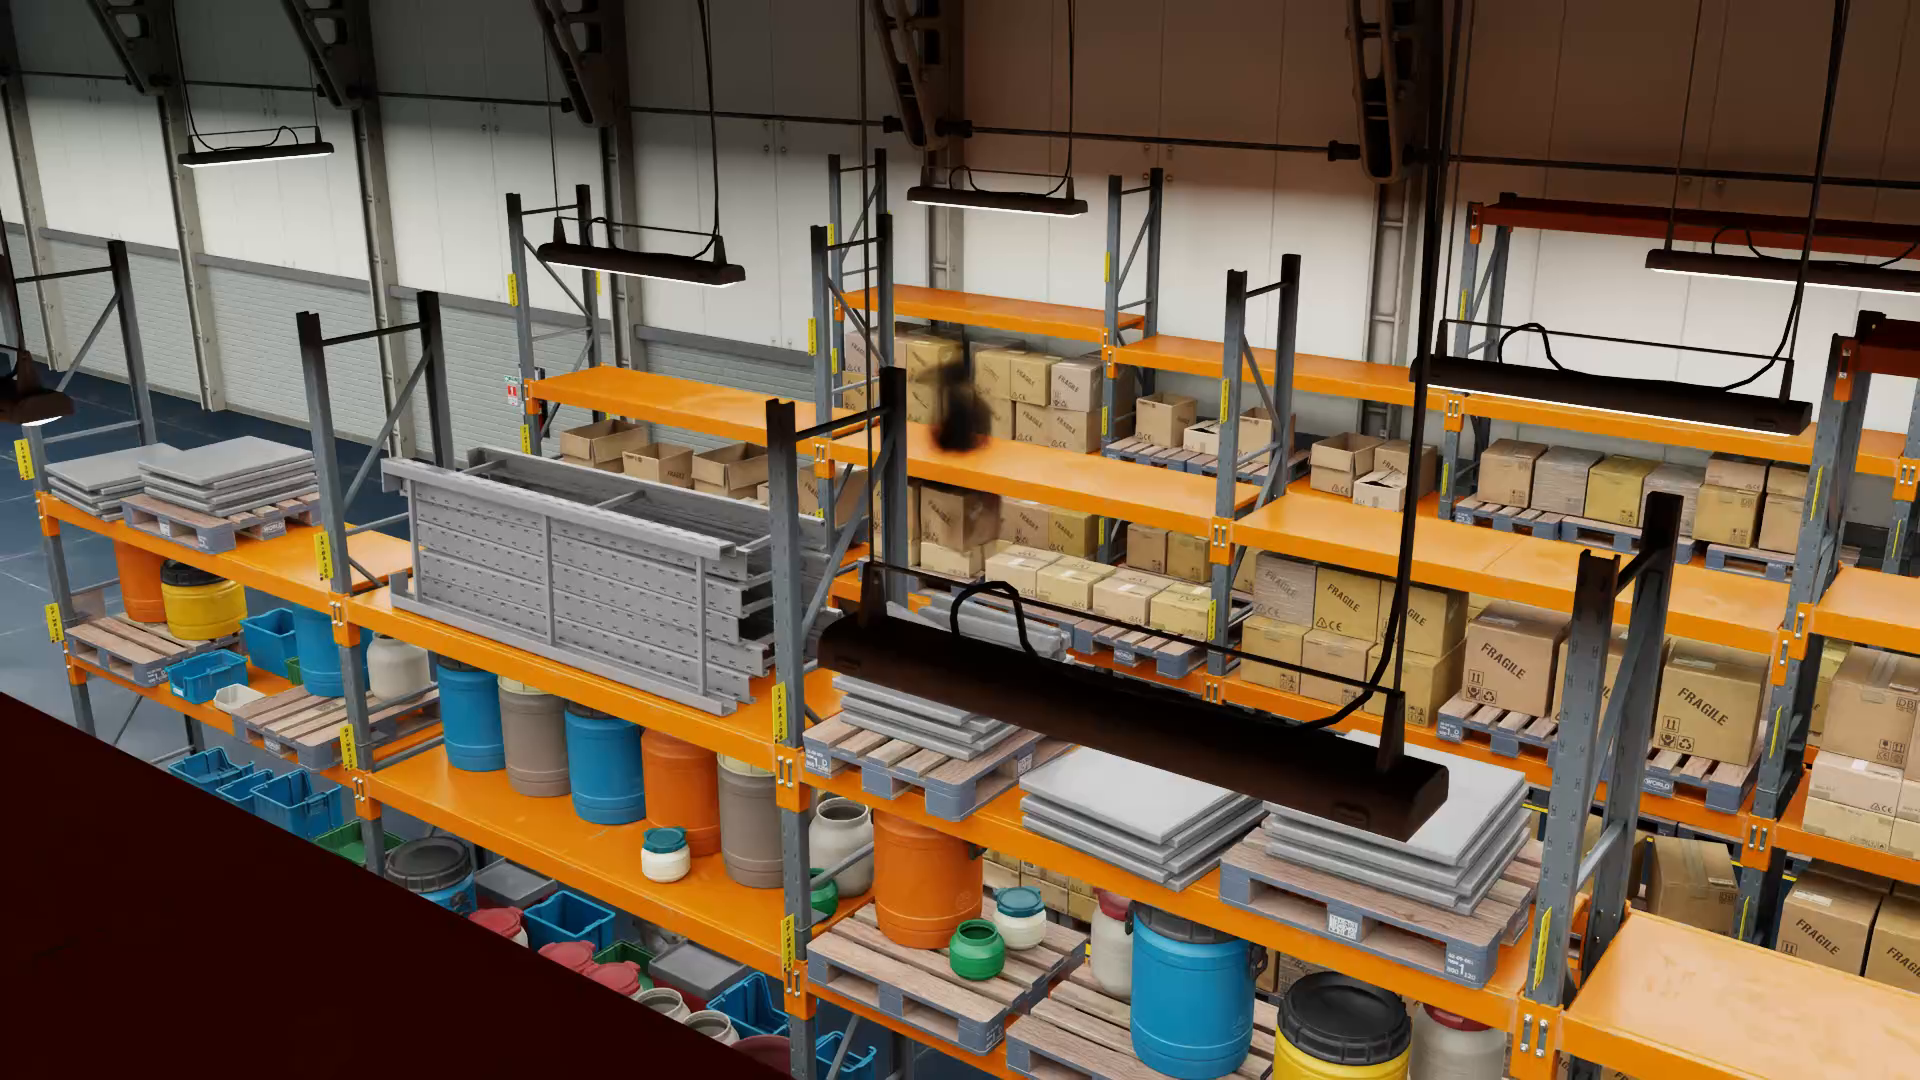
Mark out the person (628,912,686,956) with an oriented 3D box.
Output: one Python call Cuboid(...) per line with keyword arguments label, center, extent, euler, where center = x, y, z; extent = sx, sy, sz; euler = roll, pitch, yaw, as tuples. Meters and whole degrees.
Cuboid(label="person", center=(-2.612, 2.916, 13.761), extent=(0.713, 1.687, 0.665), euler=(6, 19, 18))
